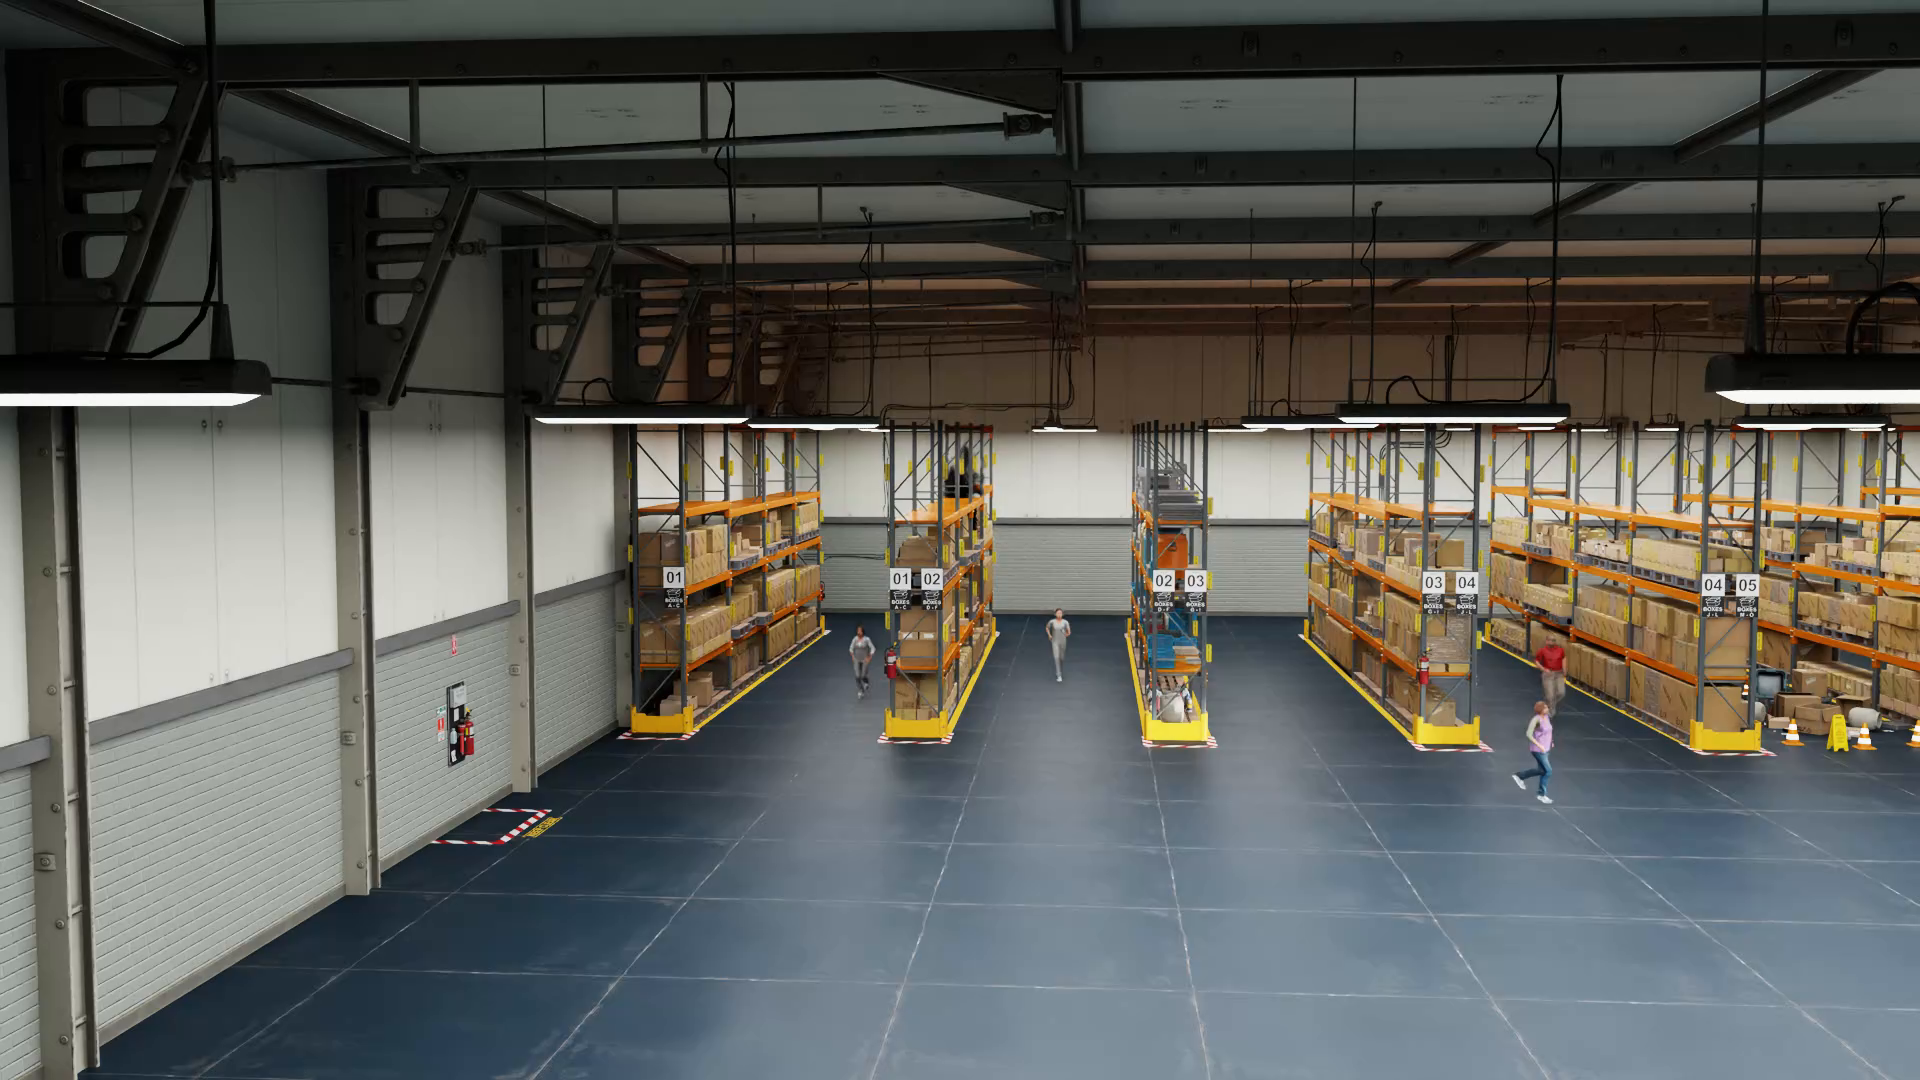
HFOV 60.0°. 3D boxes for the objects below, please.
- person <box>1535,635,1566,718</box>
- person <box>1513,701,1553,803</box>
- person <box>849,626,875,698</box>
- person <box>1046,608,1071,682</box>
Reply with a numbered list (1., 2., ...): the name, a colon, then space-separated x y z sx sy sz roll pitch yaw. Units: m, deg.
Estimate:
1. person: 11.957 2.759 33.539 0.674 1.688 0.542 0 4 -1
2. person: 8.995 3.295 26.041 0.659 1.602 0.555 3 5 43
3. person: -2.145 2.655 36.352 0.565 1.564 0.576 1 4 10
4. person: 2.307 2.429 38.891 0.568 1.676 0.939 0 4 -4
